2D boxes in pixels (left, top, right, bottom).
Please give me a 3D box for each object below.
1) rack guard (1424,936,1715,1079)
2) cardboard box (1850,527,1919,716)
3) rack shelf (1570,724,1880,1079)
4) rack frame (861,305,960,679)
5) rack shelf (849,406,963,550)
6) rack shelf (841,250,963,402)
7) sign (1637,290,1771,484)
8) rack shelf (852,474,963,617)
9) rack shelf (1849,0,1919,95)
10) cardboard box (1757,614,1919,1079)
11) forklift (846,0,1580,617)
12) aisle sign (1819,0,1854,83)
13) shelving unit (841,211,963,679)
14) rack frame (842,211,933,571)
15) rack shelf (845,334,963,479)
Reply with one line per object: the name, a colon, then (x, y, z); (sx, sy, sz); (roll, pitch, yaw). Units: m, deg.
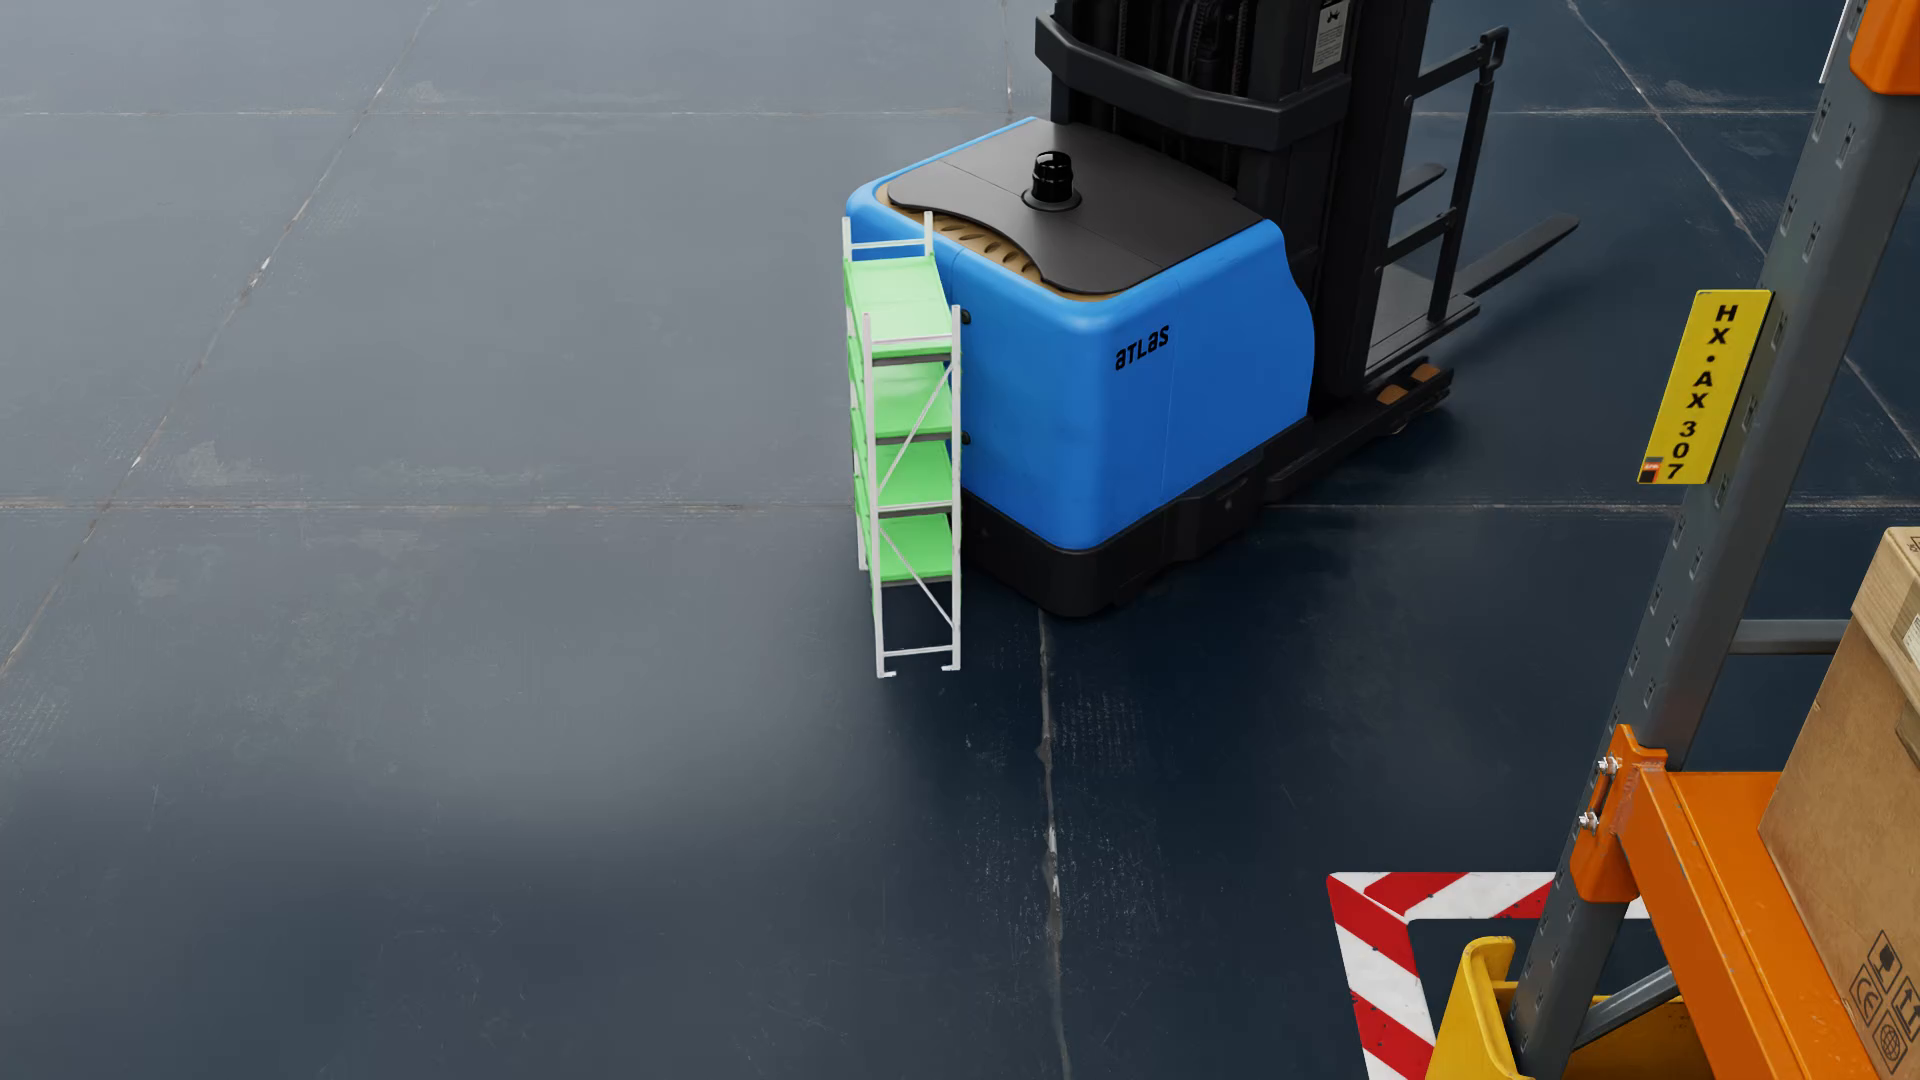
rack guard: (1.607, 1.121, 3.451); (1.175, 0.500, 0.348); (0, 39, 0)
cardboard box: (1.392, 0.114, 2.111); (0.380, 0.149, 0.250); (0, 39, 0)
rack shelf: (1.609, 1.692, 1.315); (1.077, 0.370, 4.000); (0, 39, 0)
rack frame: (-0.119, -0.088, 4.400); (0.240, 1.200, 0.015); (-5, 39, -7)
rack shelf: (-0.156, -0.189, 4.629); (0.258, 0.148, 0.480); (-5, 39, -7)
rack shelf: (-0.156, -0.564, 4.328); (0.258, 0.148, 0.480); (-5, 39, -7)
sign: (1.052, -0.212, 2.360); (0.100, 0.325, 0.005); (0, 39, 0)
rack shelf: (-0.156, -0.002, 4.779); (0.258, 0.148, 0.480); (-5, 39, -7)
rack shelf: (1.609, 0.521, 0.377); (1.077, 0.370, 4.000); (0, 39, 0)
cardboard box: (1.595, 0.413, 2.255); (0.700, 0.500, 0.500); (0, 39, 0)
forklift: (1.073, -1.720, 5.052); (3.031, 2.935, 1.130); (-30, 48, -32)
aisle sign: (1.301, -0.895, 1.889); (0.394, 0.787, 0.004); (0, 39, 0)
shelving unit: (-0.156, -0.239, 4.589); (0.258, 1.200, 0.503); (-5, 39, -7)
rack frame: (-0.192, -0.390, 4.777); (0.240, 1.200, 0.015); (-5, 39, -7)
rack shelf: (-0.156, -0.376, 4.478); (0.258, 0.148, 0.480); (-5, 39, -7)
